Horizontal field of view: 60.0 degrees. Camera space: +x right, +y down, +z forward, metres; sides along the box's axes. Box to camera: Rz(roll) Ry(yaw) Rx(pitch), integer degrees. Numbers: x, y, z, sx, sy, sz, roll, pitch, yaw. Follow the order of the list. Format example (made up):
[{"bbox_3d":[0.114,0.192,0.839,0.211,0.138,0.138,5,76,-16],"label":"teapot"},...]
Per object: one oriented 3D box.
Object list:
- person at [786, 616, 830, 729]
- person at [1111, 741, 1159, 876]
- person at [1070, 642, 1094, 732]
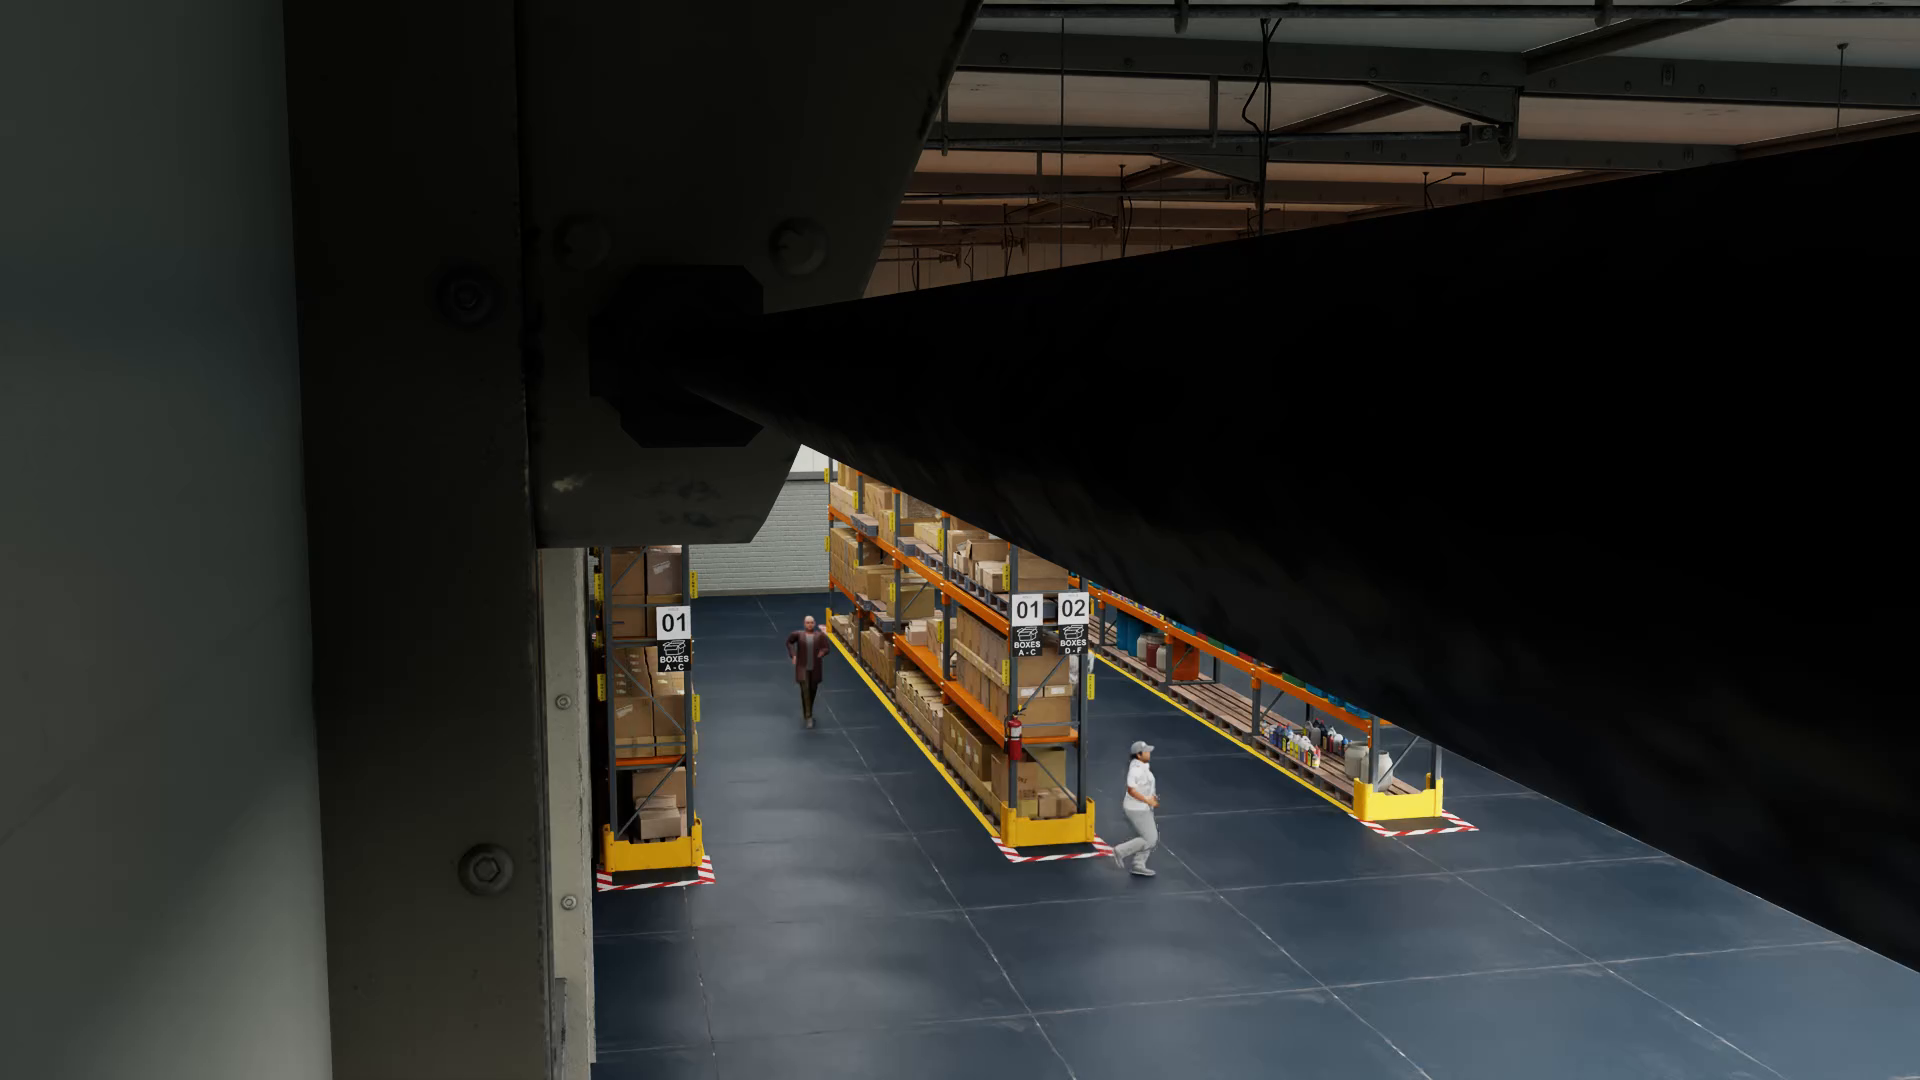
[{"bbox_3d":[-2.511,2.152,27.691,0.704,1.802,1.047,-2,7,-13],"label":"person"},{"bbox_3d":[2.092,3.186,19.777,0.561,1.622,0.595,1,7,8],"label":"person"},{"bbox_3d":[1.848,2.369,27.010,0.658,1.626,0.969,-3,7,-21],"label":"person"}]
